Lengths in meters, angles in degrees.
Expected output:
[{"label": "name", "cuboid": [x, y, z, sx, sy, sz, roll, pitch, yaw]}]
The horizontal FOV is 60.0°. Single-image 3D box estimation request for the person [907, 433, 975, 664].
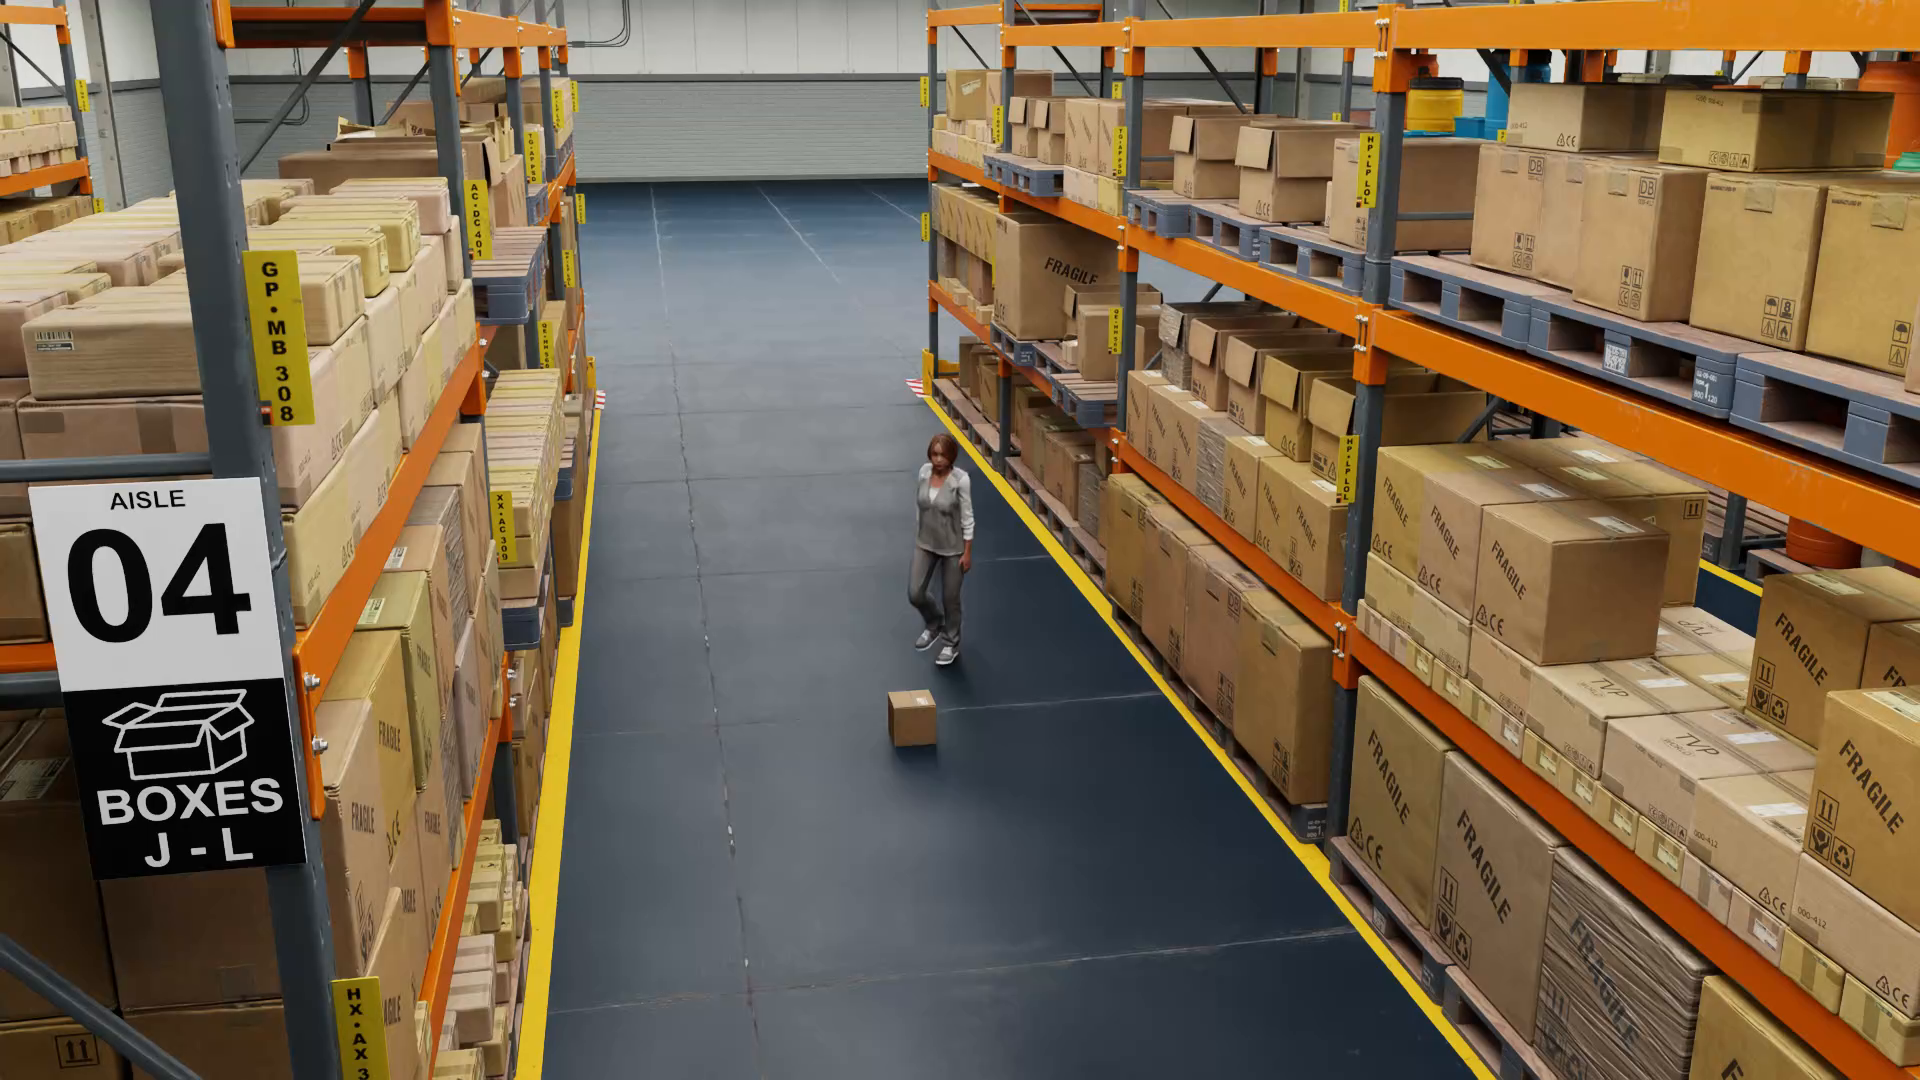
[{"label": "person", "cuboid": [-0.107, 0.060, 10.813, 0.451, 1.585, 0.428, 7, 18, 22]}]
